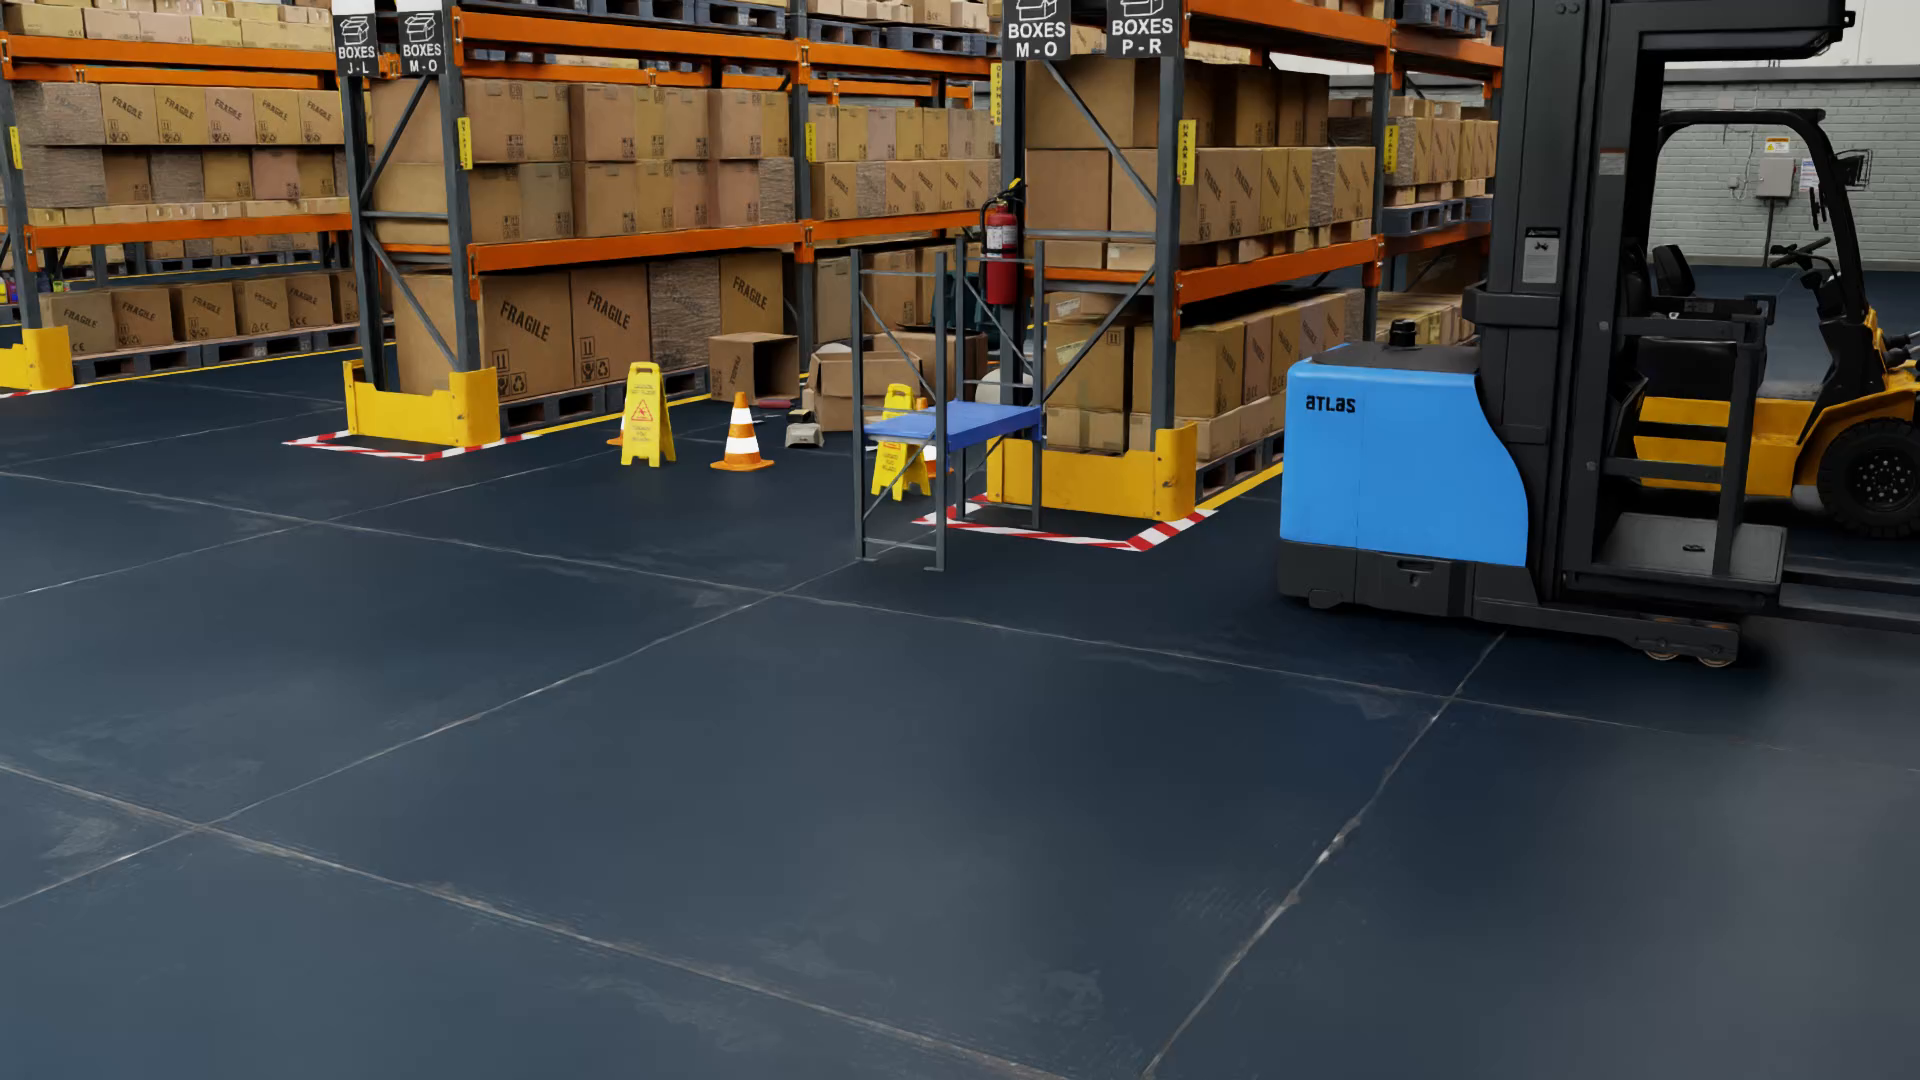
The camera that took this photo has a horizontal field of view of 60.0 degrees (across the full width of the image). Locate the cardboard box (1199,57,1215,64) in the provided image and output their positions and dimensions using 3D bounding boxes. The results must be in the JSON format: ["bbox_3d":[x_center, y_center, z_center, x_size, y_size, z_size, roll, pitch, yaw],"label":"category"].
[{"bbox_3d":[3.065,-6.299,22.180,0.500,0.250,0.500,8,16,30],"label":"cardboard box"}]

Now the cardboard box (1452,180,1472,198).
[{"bbox_3d":[4.204,-3.038,14.377,0.380,0.149,0.250,8,16,29],"label":"cardboard box"}]

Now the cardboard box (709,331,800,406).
[{"bbox_3d":[-1.613,-1.350,13.061,0.500,0.500,0.500,11,17,38],"label":"cardboard box"}]

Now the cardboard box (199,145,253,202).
[{"bbox_3d":[-7.029,-3.379,15.300,0.875,0.500,0.500,7,15,28],"label":"cardboard box"}]

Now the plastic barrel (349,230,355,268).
[{"bbox_3d":[-8.234,-4.215,23.349,0.600,0.830,0.708,7,15,28],"label":"plastic barrel"}]

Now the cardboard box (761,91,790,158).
[{"bbox_3d":[-1.969,-3.525,14.129,0.875,0.550,0.550,7,15,28],"label":"cardboard box"}]

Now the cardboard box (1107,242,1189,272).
[{"bbox_3d":[1.033,-1.562,9.148,0.380,0.149,0.250,7,15,28],"label":"cardboard box"}]

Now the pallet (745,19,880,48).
[{"bbox_3d":[-1.360,-4.557,15.046,0.805,0.209,1.217,7,15,26],"label":"pallet"}]

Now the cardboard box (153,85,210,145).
[{"bbox_3d":[-6.994,-3.726,14.609,0.500,0.500,0.500,7,15,28],"label":"cardboard box"}]

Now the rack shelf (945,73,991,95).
[{"bbox_3d":[1.140,-5.338,19.410,1.077,0.370,4.000,7,15,28],"label":"rack shelf"}]

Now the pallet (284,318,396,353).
[{"bbox_3d":[-6.347,-2.084,16.727,1.003,0.211,1.213,7,15,28],"label":"pallet"}]

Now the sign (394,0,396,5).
[{"bbox_3d":[-5.575,-5.231,16.328,0.100,0.325,0.005,7,15,28],"label":"sign"}]

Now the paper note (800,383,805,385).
[{"bbox_3d":[-1.293,-1.315,13.921,0.147,0.020,0.142,-3,14,-11],"label":"paper note"}]

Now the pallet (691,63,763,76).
[{"bbox_3d":[-3.317,-6.136,21.589,1.003,0.211,1.213,8,16,31],"label":"pallet"}]

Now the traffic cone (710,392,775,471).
[{"bbox_3d":[-1.370,-0.695,10.429,0.336,0.463,0.334,7,15,28],"label":"traffic cone"}]

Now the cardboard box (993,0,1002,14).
[{"bbox_3d":[0.376,-5.918,18.432,0.396,0.266,0.258,7,15,28],"label":"cardboard box"}]

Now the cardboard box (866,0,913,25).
[{"bbox_3d":[-0.670,-5.004,15.667,0.396,0.266,0.258,7,15,28],"label":"cardboard box"}]

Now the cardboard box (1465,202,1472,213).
[{"bbox_3d":[5.012,-3.278,16.051,0.500,0.250,0.500,7,15,27],"label":"cardboard box"}]

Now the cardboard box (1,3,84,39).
[{"bbox_3d":[-7.528,-4.215,13.539,0.500,0.250,0.500,8,16,30],"label":"cardboard box"}]

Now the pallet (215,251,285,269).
[{"bbox_3d":[-11.805,-4.568,27.030,1.003,0.211,1.213,7,15,28],"label":"pallet"}]

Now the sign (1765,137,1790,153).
[{"bbox_3d":[12.948,-6.262,26.347,0.339,0.242,0.001,7,15,28],"label":"sign"}]

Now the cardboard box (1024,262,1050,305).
[{"bbox_3d":[0.738,-2.924,18.701,0.500,0.500,0.500,7,15,26],"label":"cardboard box"}]

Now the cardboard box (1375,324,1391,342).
[{"bbox_3d":[2.873,-1.493,13.037,0.950,0.372,0.625,8,16,29],"label":"cardboard box"}]

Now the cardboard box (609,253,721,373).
[{"bbox_3d":[-2.558,-1.863,13.500,0.875,0.875,0.875,8,15,28],"label":"cardboard box"}]

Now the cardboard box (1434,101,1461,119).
[{"bbox_3d":[4.011,-3.624,14.038,0.380,0.149,0.250,7,15,25],"label":"cardboard box"}]

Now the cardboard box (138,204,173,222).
[{"bbox_3d":[-7.139,-2.873,14.586,0.380,0.149,0.250,7,15,28],"label":"cardboard box"}]

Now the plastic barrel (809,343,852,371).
[{"bbox_3d":[-0.966,-1.340,13.187,0.421,0.421,0.512,-5,14,-20],"label":"plastic barrel"}]

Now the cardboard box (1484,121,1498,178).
[{"bbox_3d":[4.579,-3.552,15.122,0.500,0.500,0.500,7,15,26],"label":"cardboard box"}]

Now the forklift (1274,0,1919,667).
[{"bbox_3d":[2.932,-1.071,6.720,3.031,2.935,1.130,7,15,26],"label":"forklift"}]

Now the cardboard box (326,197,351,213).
[{"bbox_3d":[-6.203,-3.287,16.304,0.380,0.149,0.250,7,15,28],"label":"cardboard box"}]

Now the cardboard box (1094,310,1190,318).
[{"bbox_3d":[1.096,-1.171,10.362,0.500,0.500,0.500,8,16,30],"label":"cardboard box"}]

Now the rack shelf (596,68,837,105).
[{"bbox_3d":[-3.153,-5.921,21.827,1.077,0.370,4.000,7,15,28],"label":"rack shelf"}]

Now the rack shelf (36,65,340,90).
[{"bbox_3d":[-9.422,-5.661,20.751,1.077,0.370,4.000,7,15,28],"label":"rack shelf"}]

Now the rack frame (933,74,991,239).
[{"bbox_3d":[0.173,-3.819,17.975,1.000,3.000,0.127,7,15,28],"label":"rack frame"}]

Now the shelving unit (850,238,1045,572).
[{"bbox_3d":[-0.041,-0.712,8.285,0.538,1.500,1.048,7,15,28],"label":"shelving unit"}]

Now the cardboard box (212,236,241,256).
[{"bbox_3d":[-11.825,-4.795,26.418,0.500,0.500,0.500,7,15,27],"label":"cardboard box"}]

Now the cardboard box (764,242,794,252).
[{"bbox_3d":[-2.909,-4.077,22.681,1.225,0.875,0.875,7,15,26],"label":"cardboard box"}]

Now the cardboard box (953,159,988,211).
[{"bbox_3d":[-0.052,-3.643,17.030,0.500,0.500,0.500,7,15,28],"label":"cardboard box"}]

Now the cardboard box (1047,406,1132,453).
[{"bbox_3d":[0.855,-0.707,10.035,0.500,0.250,0.500,7,15,28],"label":"cardboard box"}]

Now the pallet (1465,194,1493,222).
[{"bbox_3d":[4.304,-3.028,15.101,1.213,0.211,1.003,7,15,28],"label":"pallet"}]

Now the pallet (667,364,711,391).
[{"bbox_3d":[-2.197,-1.496,14.288,1.003,0.211,1.213,7,15,28],"label":"pallet"}]

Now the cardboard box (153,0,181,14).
[{"bbox_3d":[-6.993,-4.633,14.420,0.380,0.149,0.250,7,15,26],"label":"cardboard box"}]

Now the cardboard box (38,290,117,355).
[{"bbox_3d":[-7.671,-1.876,14.352,0.500,0.500,0.500,11,17,38],"label":"cardboard box"}]

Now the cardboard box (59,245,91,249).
[{"bbox_3d":[-13.073,-4.422,24.252,0.500,0.311,0.500,7,15,27],"label":"cardboard box"}]

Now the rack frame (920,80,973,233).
[{"bbox_3d":[-0.252,-6.043,27.200,1.000,3.000,0.127,7,15,28],"label":"rack frame"}]

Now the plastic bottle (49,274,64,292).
[{"bbox_3d":[-10.333,-2.900,19.018,0.061,0.283,0.133,8,16,31],"label":"plastic bottle"}]

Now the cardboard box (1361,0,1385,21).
[{"bbox_3d":[2.736,-3.695,11.596,0.380,0.149,0.250,7,15,28],"label":"cardboard box"}]

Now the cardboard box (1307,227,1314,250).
[{"bbox_3d":[2.095,-1.978,10.874,0.380,0.149,0.250,7,15,27],"label":"cardboard box"}]

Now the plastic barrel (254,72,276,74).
[{"bbox_3d":[-8.866,-6.067,21.193,0.301,0.262,0.301,0,14,0],"label":"plastic barrel"}]

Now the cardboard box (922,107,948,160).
[{"bbox_3d":[-0.542,-4.054,16.600,0.700,0.500,0.500,7,15,27],"label":"cardboard box"}]

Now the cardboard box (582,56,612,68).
[{"bbox_3d":[-4.363,-5.559,19.110,0.500,0.250,0.500,7,15,28],"label":"cardboard box"}]

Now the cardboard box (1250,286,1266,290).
[{"bbox_3d":[1.987,-1.897,11.987,0.380,0.149,0.250,8,16,29],"label":"cardboard box"}]

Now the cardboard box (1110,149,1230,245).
[{"bbox_3d":[1.160,-1.897,9.153,0.500,0.500,0.500,7,15,27],"label":"cardboard box"}]

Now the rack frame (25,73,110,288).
[{"bbox_3d":[-10.389,-4.142,19.316,1.000,3.000,0.127,7,15,28],"label":"rack frame"}]
